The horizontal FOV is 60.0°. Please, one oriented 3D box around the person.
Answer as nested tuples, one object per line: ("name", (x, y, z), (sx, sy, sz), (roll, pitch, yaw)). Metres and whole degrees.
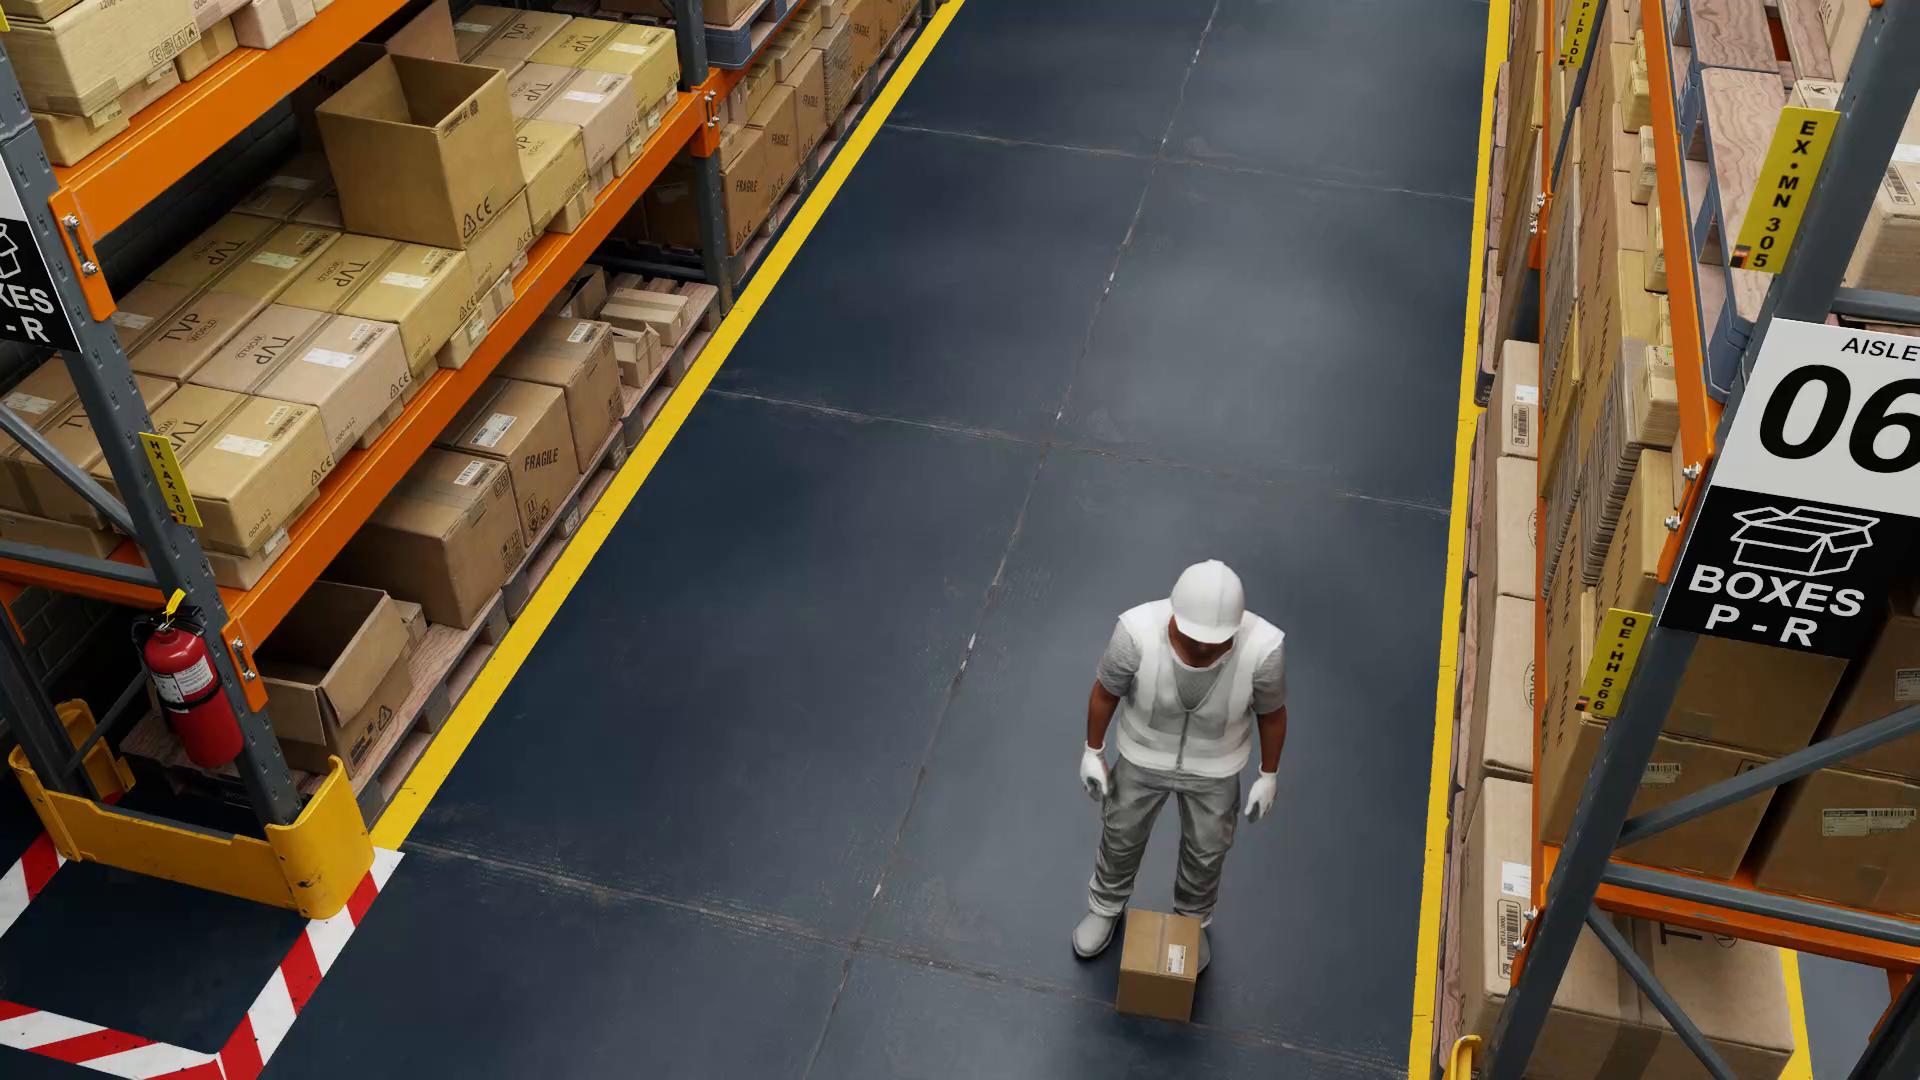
("person", (0.703, 0.716, 5.315), (0.633, 1.775, 0.447), (7, 41, 8))
